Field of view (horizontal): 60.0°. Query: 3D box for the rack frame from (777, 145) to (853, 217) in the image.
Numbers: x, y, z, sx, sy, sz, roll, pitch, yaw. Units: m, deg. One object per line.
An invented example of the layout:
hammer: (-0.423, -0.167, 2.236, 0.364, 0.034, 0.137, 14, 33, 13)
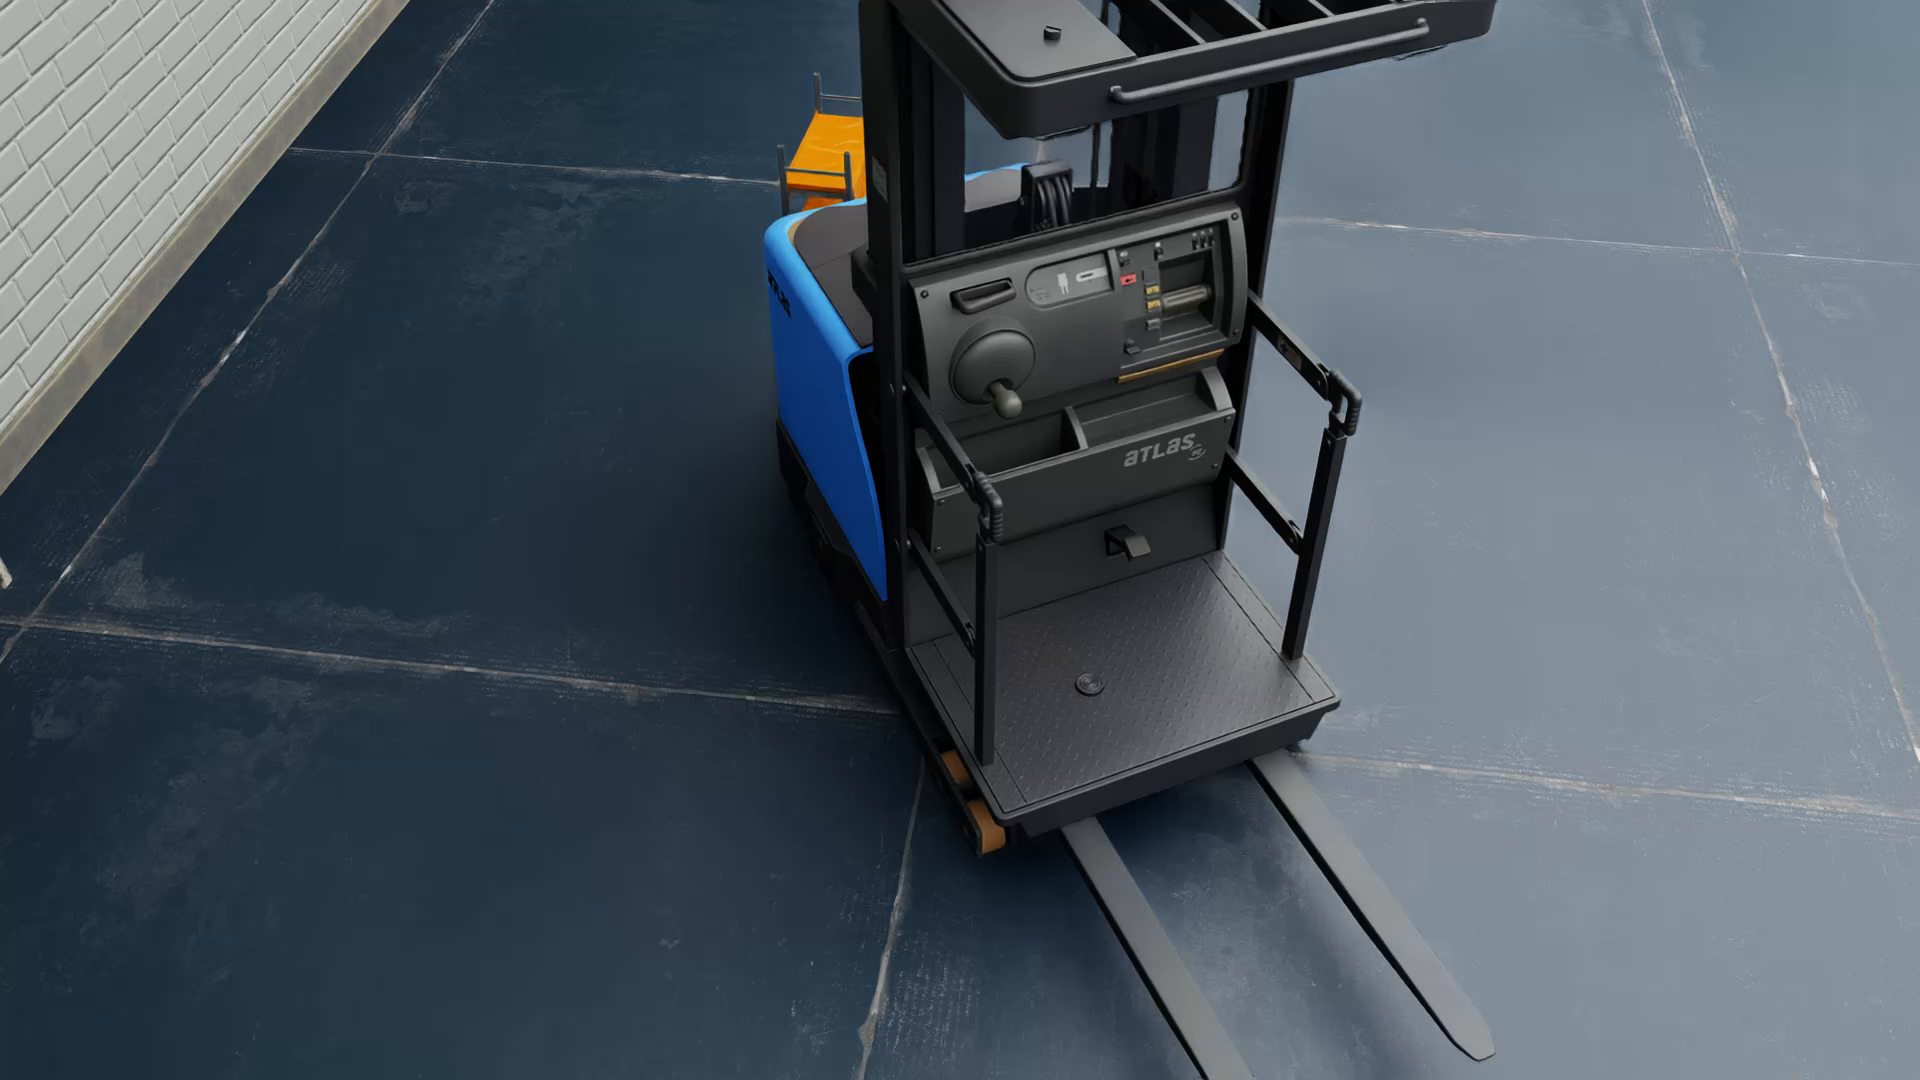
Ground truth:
rack frame: (-0.468, -0.816, 5.739, 0.240, 1.200, 0.015, 7, 44, 7)

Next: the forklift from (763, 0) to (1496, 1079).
forklift: (0.412, -0.503, 4.149, 1.130, 2.935, 3.031, -17, 46, -17)

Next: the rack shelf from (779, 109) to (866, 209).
rack shelf: (-0.425, -1.266, 5.643, 0.258, 0.148, 0.480, 7, 44, 7)

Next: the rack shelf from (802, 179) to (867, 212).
rack shelf: (-0.425, -1.095, 5.806, 0.258, 0.148, 0.480, 7, 44, 7)

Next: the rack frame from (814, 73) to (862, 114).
rack frame: (-0.381, -1.146, 6.088, 0.240, 1.200, 0.015, 7, 44, 7)

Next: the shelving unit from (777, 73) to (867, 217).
shelving unit: (-0.425, -0.981, 5.913, 0.258, 1.200, 0.503, 7, 44, 7)
